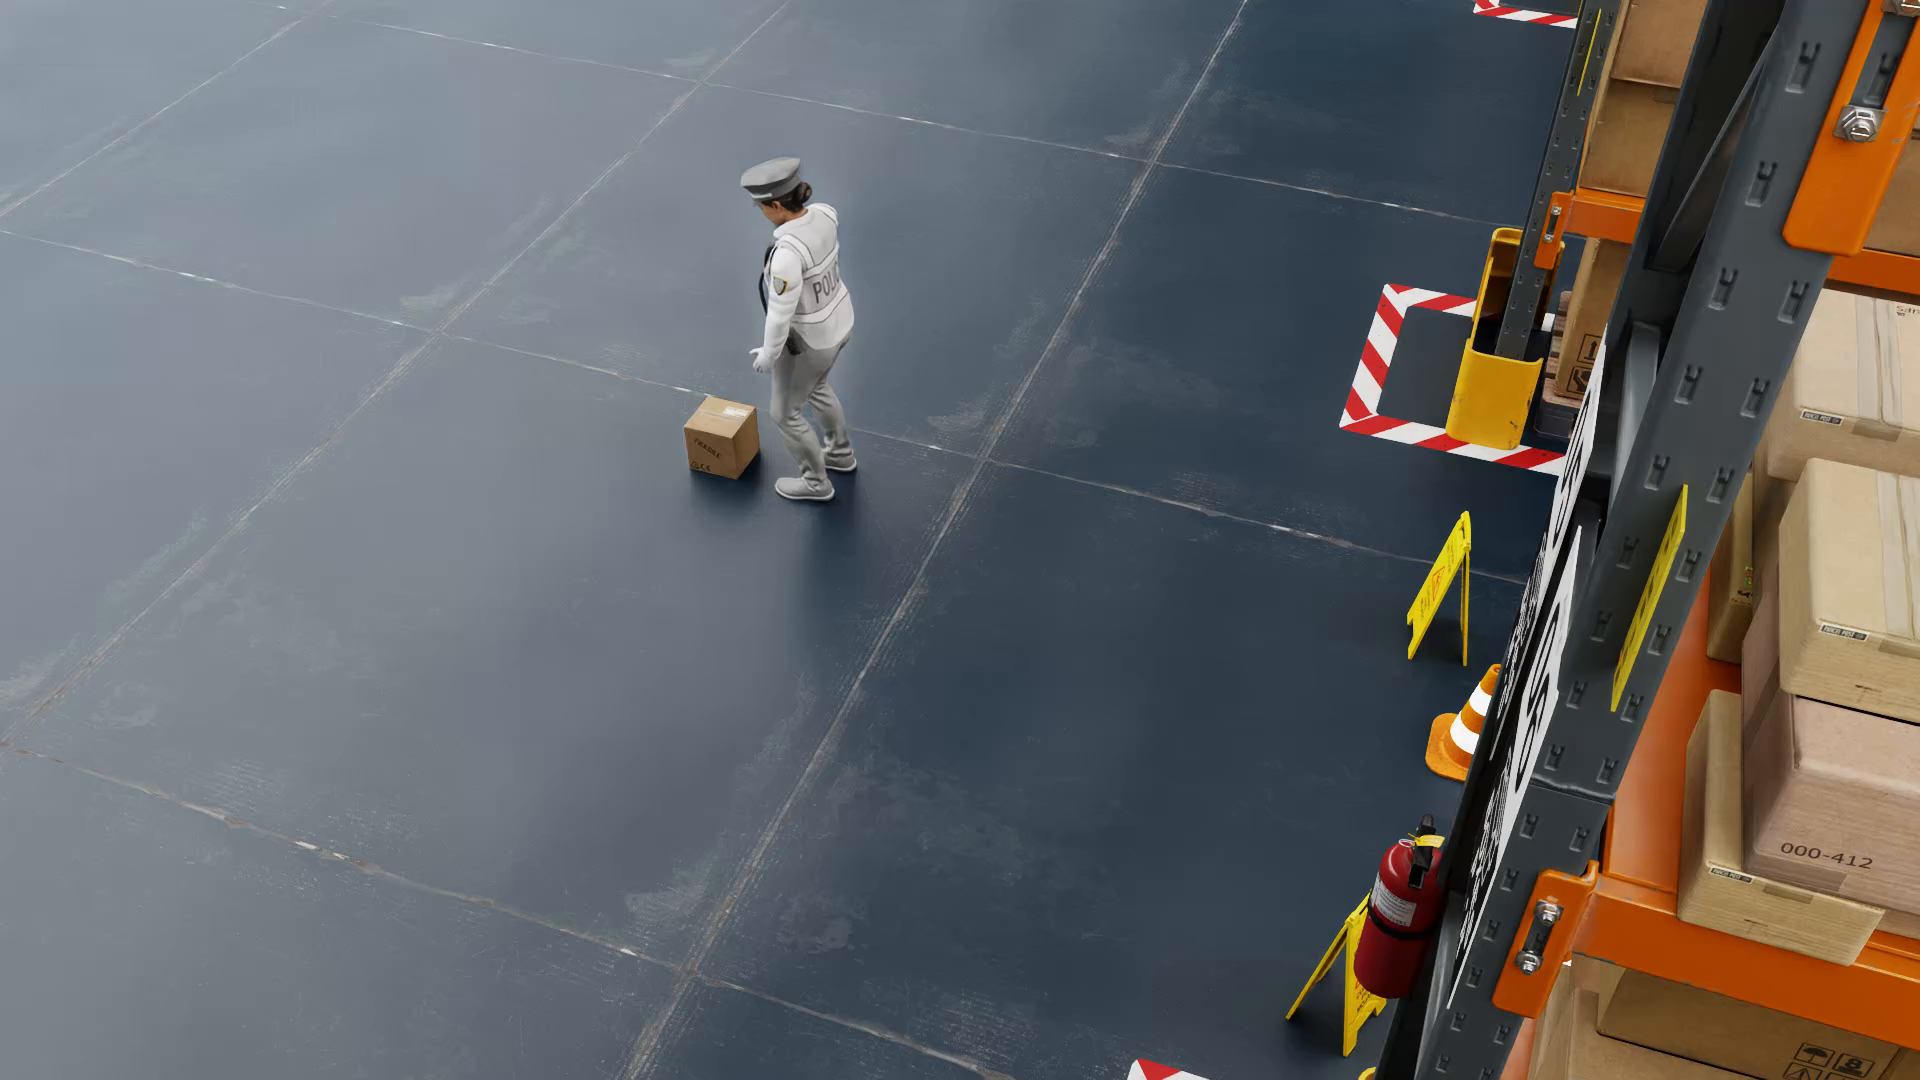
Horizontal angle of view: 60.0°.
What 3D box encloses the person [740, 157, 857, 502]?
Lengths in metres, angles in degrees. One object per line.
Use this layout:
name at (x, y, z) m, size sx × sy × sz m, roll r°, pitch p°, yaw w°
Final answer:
person at (-0.681, -0.875, 7.165) m, size 0.412 × 1.642 × 0.492 m, roll 15°, pitch 44°, yaw 16°
